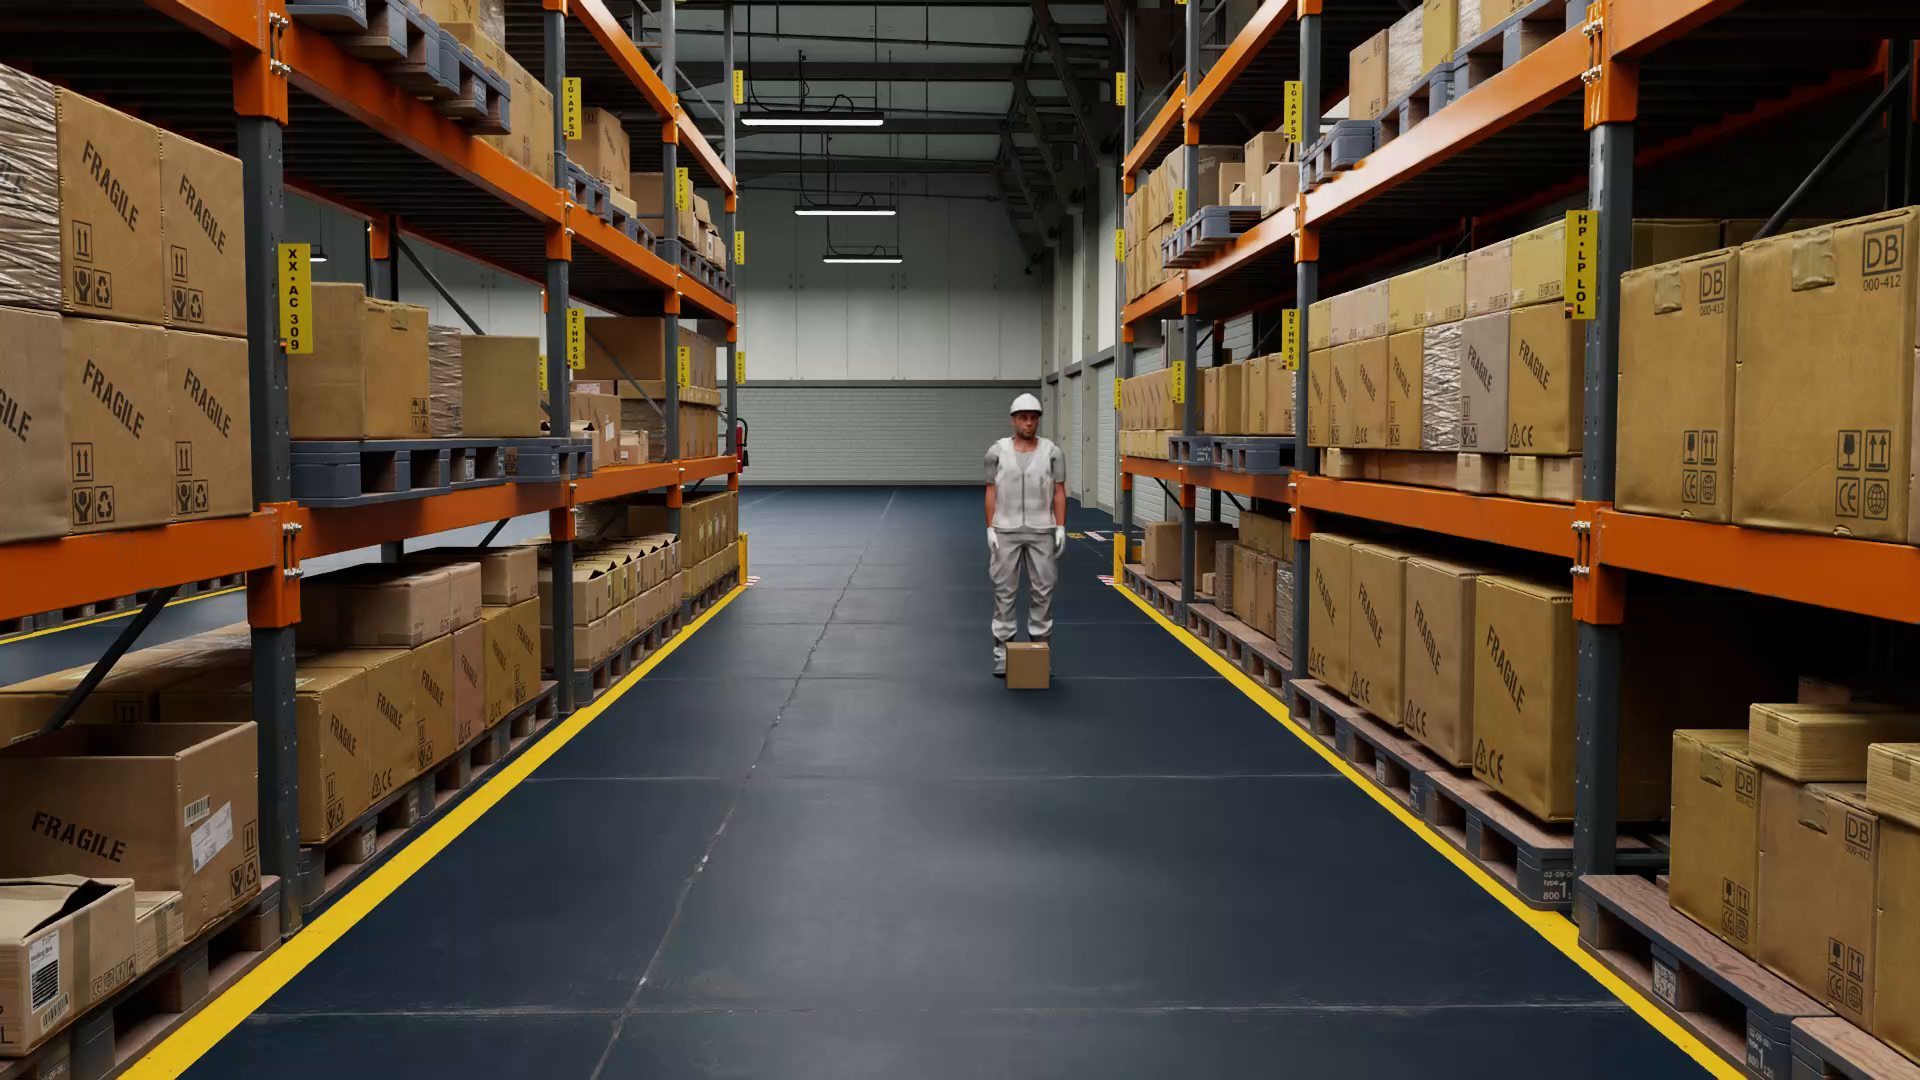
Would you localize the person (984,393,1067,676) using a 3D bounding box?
[{"bbox_3d":[0.414,-0.034,10.533,0.525,1.784,0.339,0,4,0],"label":"person"}]
